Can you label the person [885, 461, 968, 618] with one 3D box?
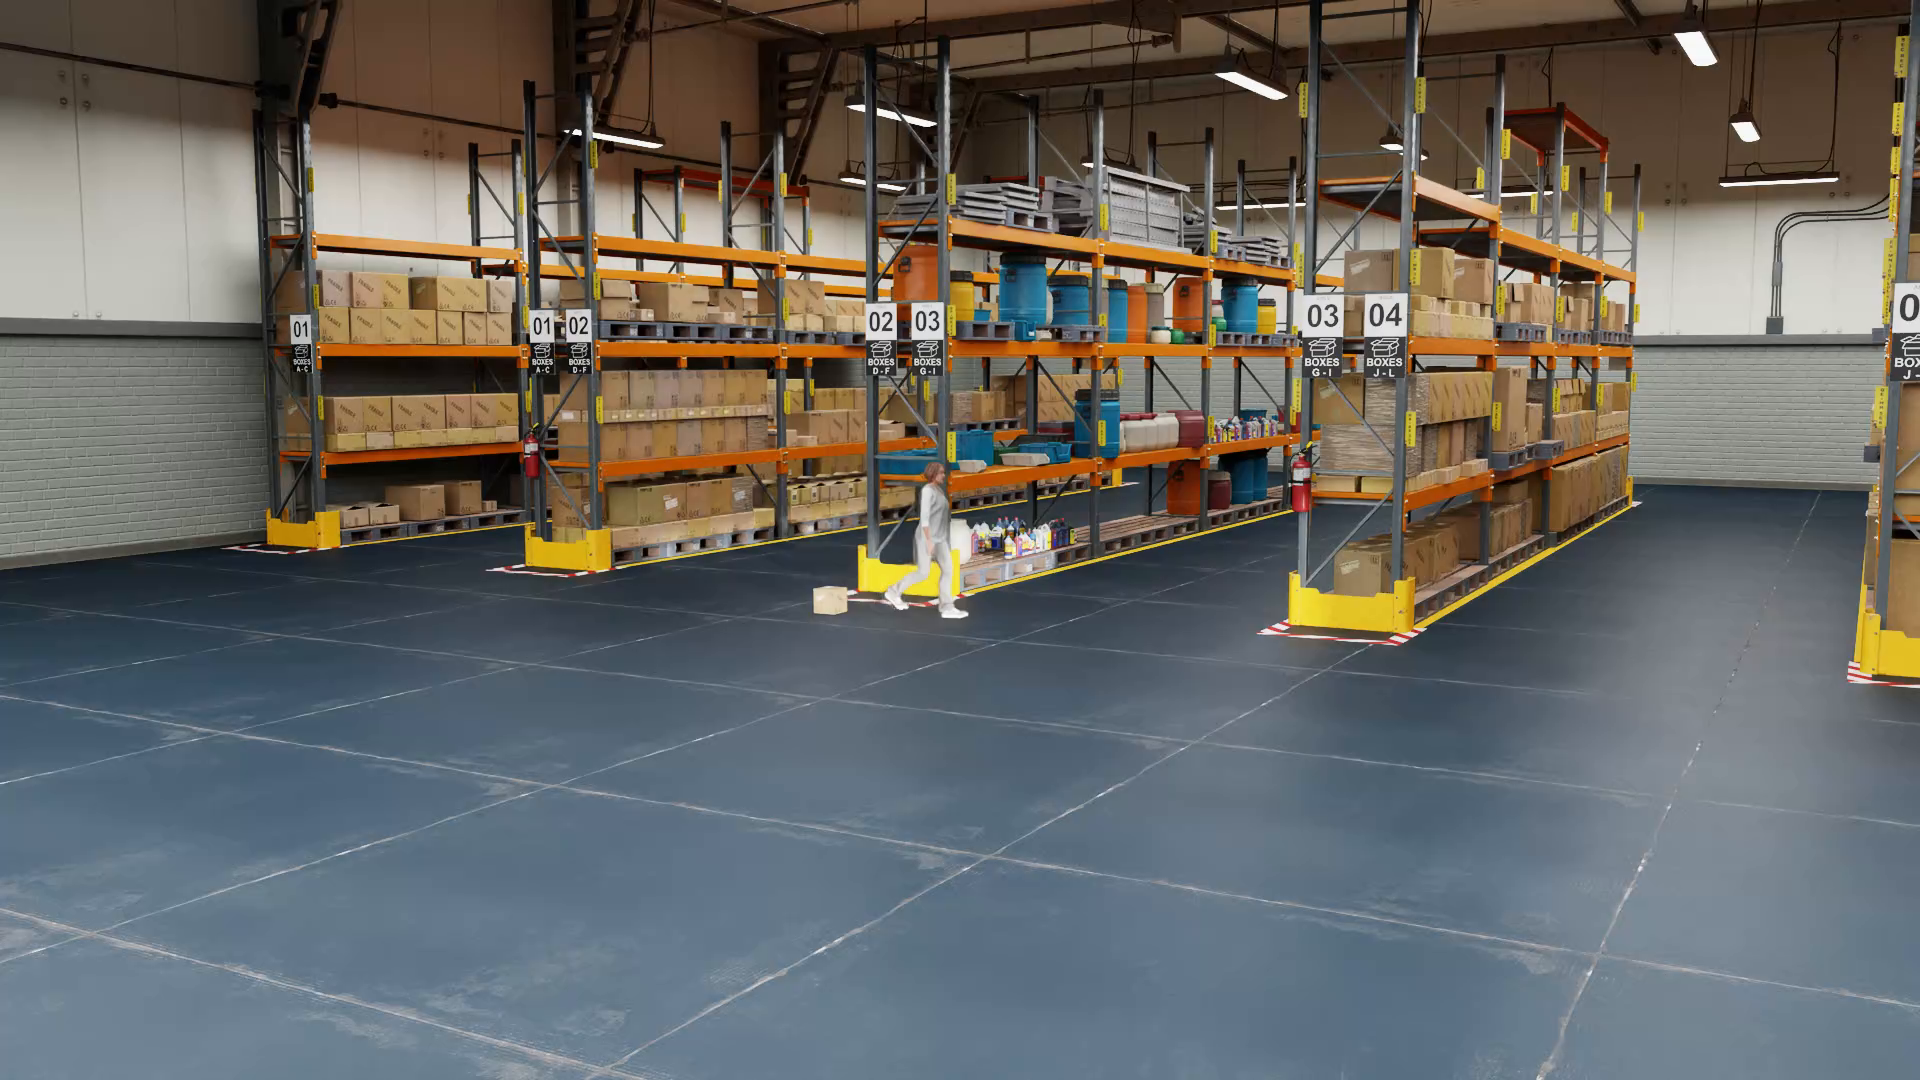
[{"bbox_3d":[-0.344,-0.008,16.578,0.864,1.558,0.427,3,7,23],"label":"person"}]
